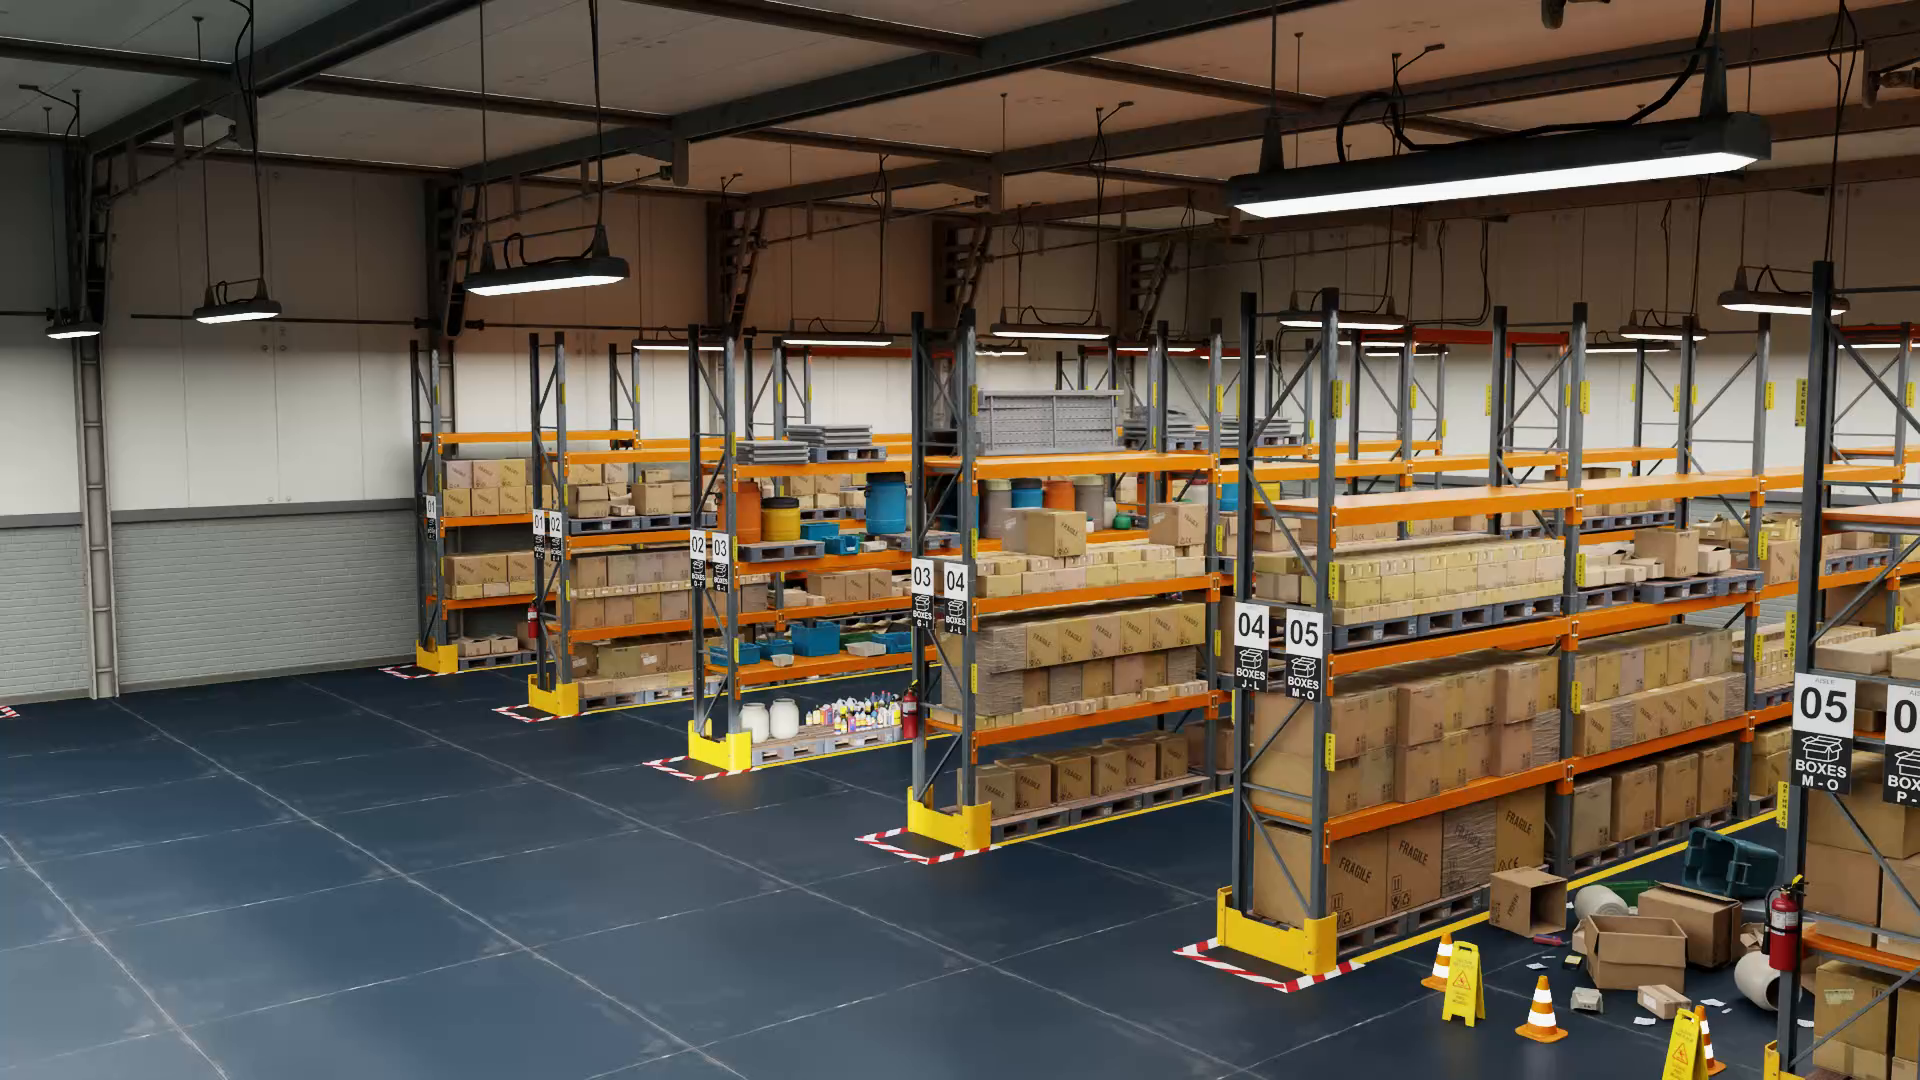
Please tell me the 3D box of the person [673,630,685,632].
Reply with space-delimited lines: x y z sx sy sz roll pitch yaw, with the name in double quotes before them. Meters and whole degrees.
"person" -5.049 1.504 30.079 0.701 1.768 0.826 5 7 43
